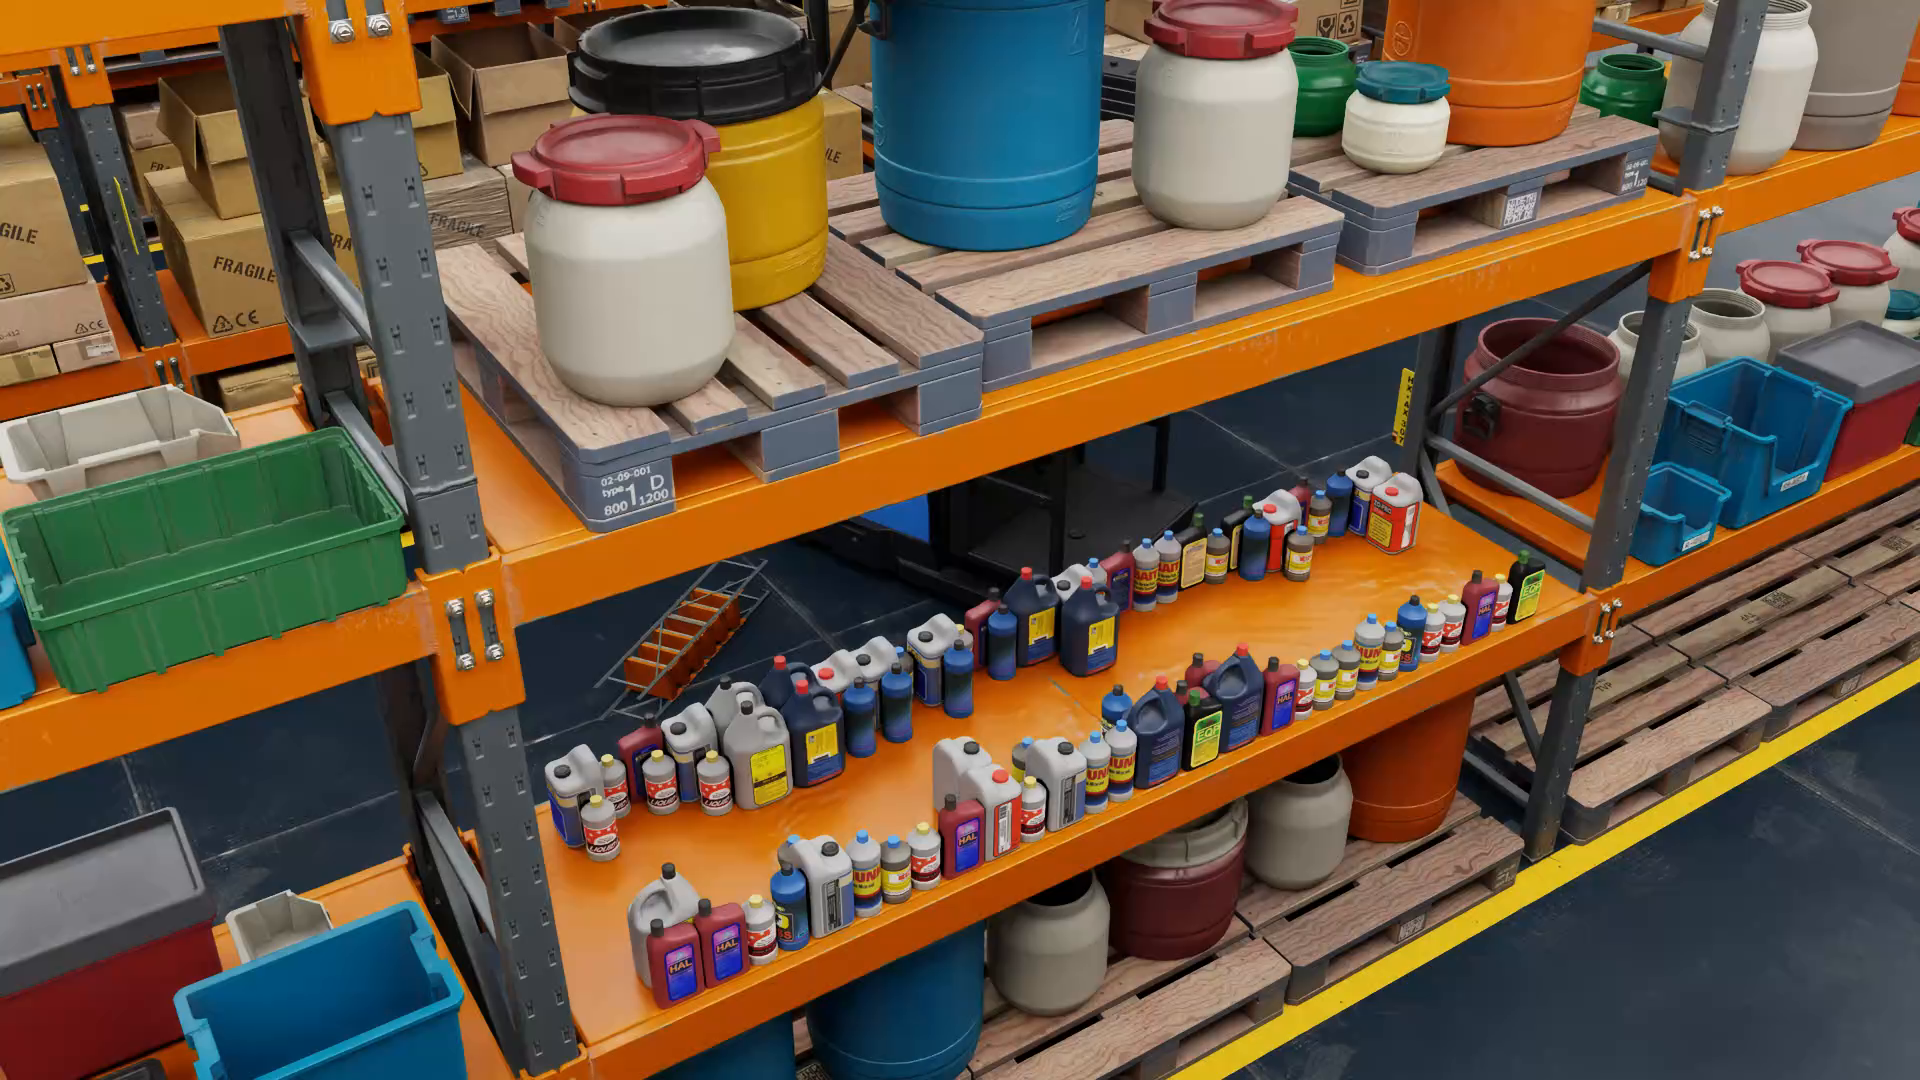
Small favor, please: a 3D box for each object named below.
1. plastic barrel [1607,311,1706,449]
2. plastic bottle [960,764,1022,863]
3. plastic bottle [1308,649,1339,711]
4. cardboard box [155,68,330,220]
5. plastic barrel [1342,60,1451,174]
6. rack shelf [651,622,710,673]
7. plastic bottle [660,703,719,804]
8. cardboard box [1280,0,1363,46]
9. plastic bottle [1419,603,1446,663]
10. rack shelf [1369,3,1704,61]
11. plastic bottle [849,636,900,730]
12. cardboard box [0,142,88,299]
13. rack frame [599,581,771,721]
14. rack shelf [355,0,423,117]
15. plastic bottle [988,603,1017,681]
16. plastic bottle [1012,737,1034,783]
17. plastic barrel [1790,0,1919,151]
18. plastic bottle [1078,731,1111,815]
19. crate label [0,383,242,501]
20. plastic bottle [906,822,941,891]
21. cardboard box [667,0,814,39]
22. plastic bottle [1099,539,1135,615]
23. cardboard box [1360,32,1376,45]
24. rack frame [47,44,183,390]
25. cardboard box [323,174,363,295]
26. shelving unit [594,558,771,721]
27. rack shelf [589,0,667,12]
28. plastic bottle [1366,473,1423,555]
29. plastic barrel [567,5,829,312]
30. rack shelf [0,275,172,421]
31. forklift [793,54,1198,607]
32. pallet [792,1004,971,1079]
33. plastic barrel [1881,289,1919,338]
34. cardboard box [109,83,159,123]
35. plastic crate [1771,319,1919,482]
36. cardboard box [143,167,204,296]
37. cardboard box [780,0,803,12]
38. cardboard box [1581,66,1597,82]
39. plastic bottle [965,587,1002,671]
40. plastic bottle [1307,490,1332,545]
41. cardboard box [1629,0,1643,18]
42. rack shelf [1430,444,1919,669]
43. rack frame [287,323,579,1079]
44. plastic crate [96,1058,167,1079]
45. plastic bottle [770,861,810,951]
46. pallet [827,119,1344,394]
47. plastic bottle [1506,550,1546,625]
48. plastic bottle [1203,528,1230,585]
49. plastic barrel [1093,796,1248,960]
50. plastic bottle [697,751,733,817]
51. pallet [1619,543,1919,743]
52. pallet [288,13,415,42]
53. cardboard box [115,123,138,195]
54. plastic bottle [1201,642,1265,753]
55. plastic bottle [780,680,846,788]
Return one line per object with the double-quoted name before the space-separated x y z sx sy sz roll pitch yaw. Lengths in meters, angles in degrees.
"plastic barrel" 2.829 -0.646 6.858 0.421 0.512 0.421 0 32 0
"plastic bottle" 0.092 0.772 4.831 0.135 0.276 0.152 -19 37 -27
"plastic bottle" 1.180 0.447 5.416 0.097 0.201 0.097 0 32 0
"cardboard box" -3.433 -1.926 7.957 0.637 0.503 0.797 -20 37 -28
"plastic barrel" 1.258 -1.218 4.794 0.301 0.262 0.301 0 32 0
"rack shelf" -1.313 0.493 7.786 0.258 0.180 0.103 12 35 19
"plastic bottle" -0.819 0.638 5.043 0.135 0.276 0.152 -19 37 -27
"cardboard box" 2.015 -3.848 11.082 1.000 1.000 1.000 -19 37 -27
"plastic bottle" 1.589 0.306 5.639 0.097 0.201 0.097 0 32 0
"rack shelf" 4.440 -3.857 12.727 4.000 0.370 1.077 -19 37 -27
"plastic bottle" -0.282 0.454 5.336 0.135 0.276 0.152 -19 37 -27
"cardboard box" -4.207 -1.397 7.313 0.500 0.500 0.500 -18 36 -26
"rack frame" -1.284 0.532 7.894 0.240 0.006 1.200 12 35 19
"rack shelf" 0.399 -1.692 4.047 4.000 0.370 1.077 -19 37 -27
"plastic bottle" 0.141 0.331 5.534 0.097 0.271 0.097 0 32 0
"plastic bottle" 0.204 0.686 5.037 0.097 0.201 0.097 0 32 0
"plastic barrel" 2.888 -1.827 5.553 0.600 0.901 0.600 0 32 0
"plastic bottle" 0.399 0.686 4.972 0.097 0.271 0.097 0 32 0
"crate label" -1.850 -0.195 3.683 0.466 0.136 0.293 -19 37 -27
"plastic bottle" -0.103 0.888 4.717 0.097 0.201 0.097 0 32 0
"cardboard box" -1.227 -2.689 9.168 0.637 0.503 0.797 -18 36 -26
"plastic bottle" 0.545 0.137 5.831 0.133 0.283 0.061 -19 37 -27
"cardboard box" 2.780 -3.671 11.993 0.250 0.149 0.380 -19 37 -27
"rack frame" -3.965 -1.271 7.953 0.127 3.000 1.000 -19 37 -27
"cardboard box" -3.021 -1.480 8.190 0.500 0.500 0.500 -19 37 -27
"shelving unit" -1.284 0.455 7.845 0.258 0.189 1.200 12 35 19
"rack shelf" -1.525 -4.954 14.467 4.000 0.370 1.077 -19 37 -27
"plastic bottle" 1.624 -0.105 6.221 0.135 0.276 0.152 -19 37 -27
"plastic barrel" -0.625 -0.930 4.032 0.600 0.588 0.600 0 32 0
"rack shelf" -5.646 -0.388 7.228 4.000 0.370 1.077 -19 37 -27
"forklift" 0.512 -1.050 7.667 3.031 2.935 1.130 20 38 29
"pallet" -0.611 1.925 5.500 1.213 0.211 1.003 -19 37 -27
"plastic barrel" 4.247 -0.990 7.637 0.301 0.262 0.301 0 32 0
"cardboard box" -6.079 -3.290 12.401 0.500 0.250 0.500 -20 37 -29
"plastic crate" 3.604 -0.563 6.771 0.583 0.464 0.402 -19 37 -27
"cardboard box" -3.720 -1.571 8.335 0.500 0.500 0.500 -19 37 -27
"cardboard box" -1.912 -4.296 14.465 0.750 0.750 1.050 -18 37 -27
"cardboard box" 5.103 -3.499 13.434 0.500 0.500 0.500 -10 33 -15
"plastic bottle" 0.083 0.296 5.578 0.133 0.283 0.061 -19 37 -27
"plastic bottle" 1.347 -0.092 6.271 0.097 0.201 0.097 0 32 0
"cardboard box" 4.951 -4.090 12.657 0.250 0.149 0.380 -19 37 -27
"rack shelf" 3.761 -0.480 7.373 4.000 0.370 1.077 -19 37 -27
"rack frame" -1.282 0.950 4.432 0.127 3.000 1.000 -19 37 -27
"plastic crate" -2.077 1.485 3.785 0.590 0.125 0.437 -19 37 -27
"plastic bottle" -0.461 0.982 4.503 0.097 0.271 0.097 0 32 0
"pallet" 0.276 -0.838 4.633 1.213 0.211 1.003 -19 37 -27
"plastic bottle" 1.971 0.152 5.807 0.133 0.283 0.061 -19 37 -27
"plastic bottle" 0.928 0.052 6.043 0.097 0.201 0.097 0 32 0
"plastic barrel" 0.729 1.112 6.042 0.708 0.588 0.600 -19 37 -27
"plastic bottle" -0.735 0.720 4.983 0.097 0.201 0.097 0 32 0
"pallet" 3.777 0.416 7.892 1.213 0.211 1.003 -19 37 -27
"pallet" -4.847 -4.009 12.473 1.213 0.211 1.003 -19 37 -27
"cardboard box" -6.082 -2.971 12.598 0.500 0.500 0.500 -20 37 -28
"plastic bottle" 0.854 0.481 5.222 0.185 0.351 0.144 -19 37 -27
"plastic bottle" -0.453 0.570 5.081 0.185 0.351 0.144 -19 37 -27
